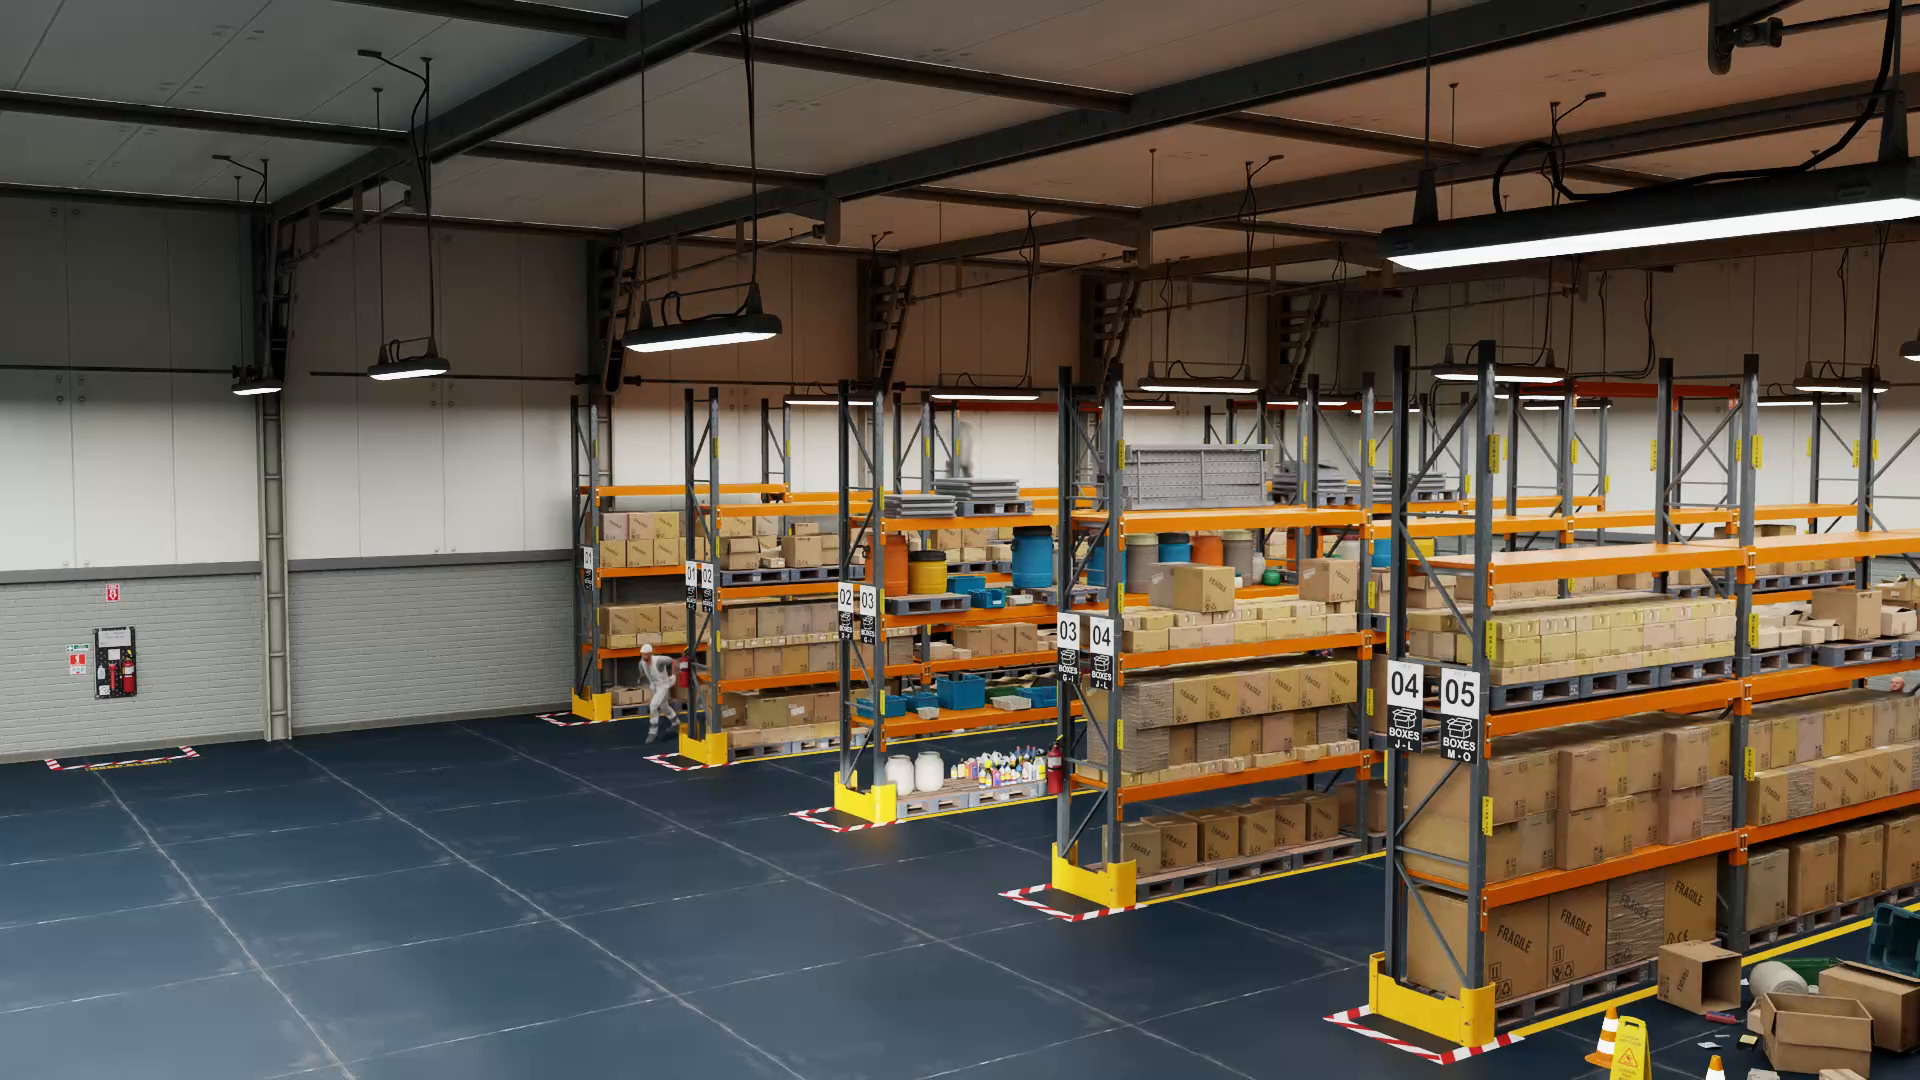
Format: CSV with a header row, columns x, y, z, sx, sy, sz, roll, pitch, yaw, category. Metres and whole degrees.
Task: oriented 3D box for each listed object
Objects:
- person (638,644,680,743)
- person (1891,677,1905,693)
x,y,z,sx,sy,sz,roll,pitch,yaw,category
-5.149,2.622,28.672,0.688,1.729,1.039,2,4,30,person
13.802,2.863,24.500,0.712,1.701,0.672,-3,5,-42,person
